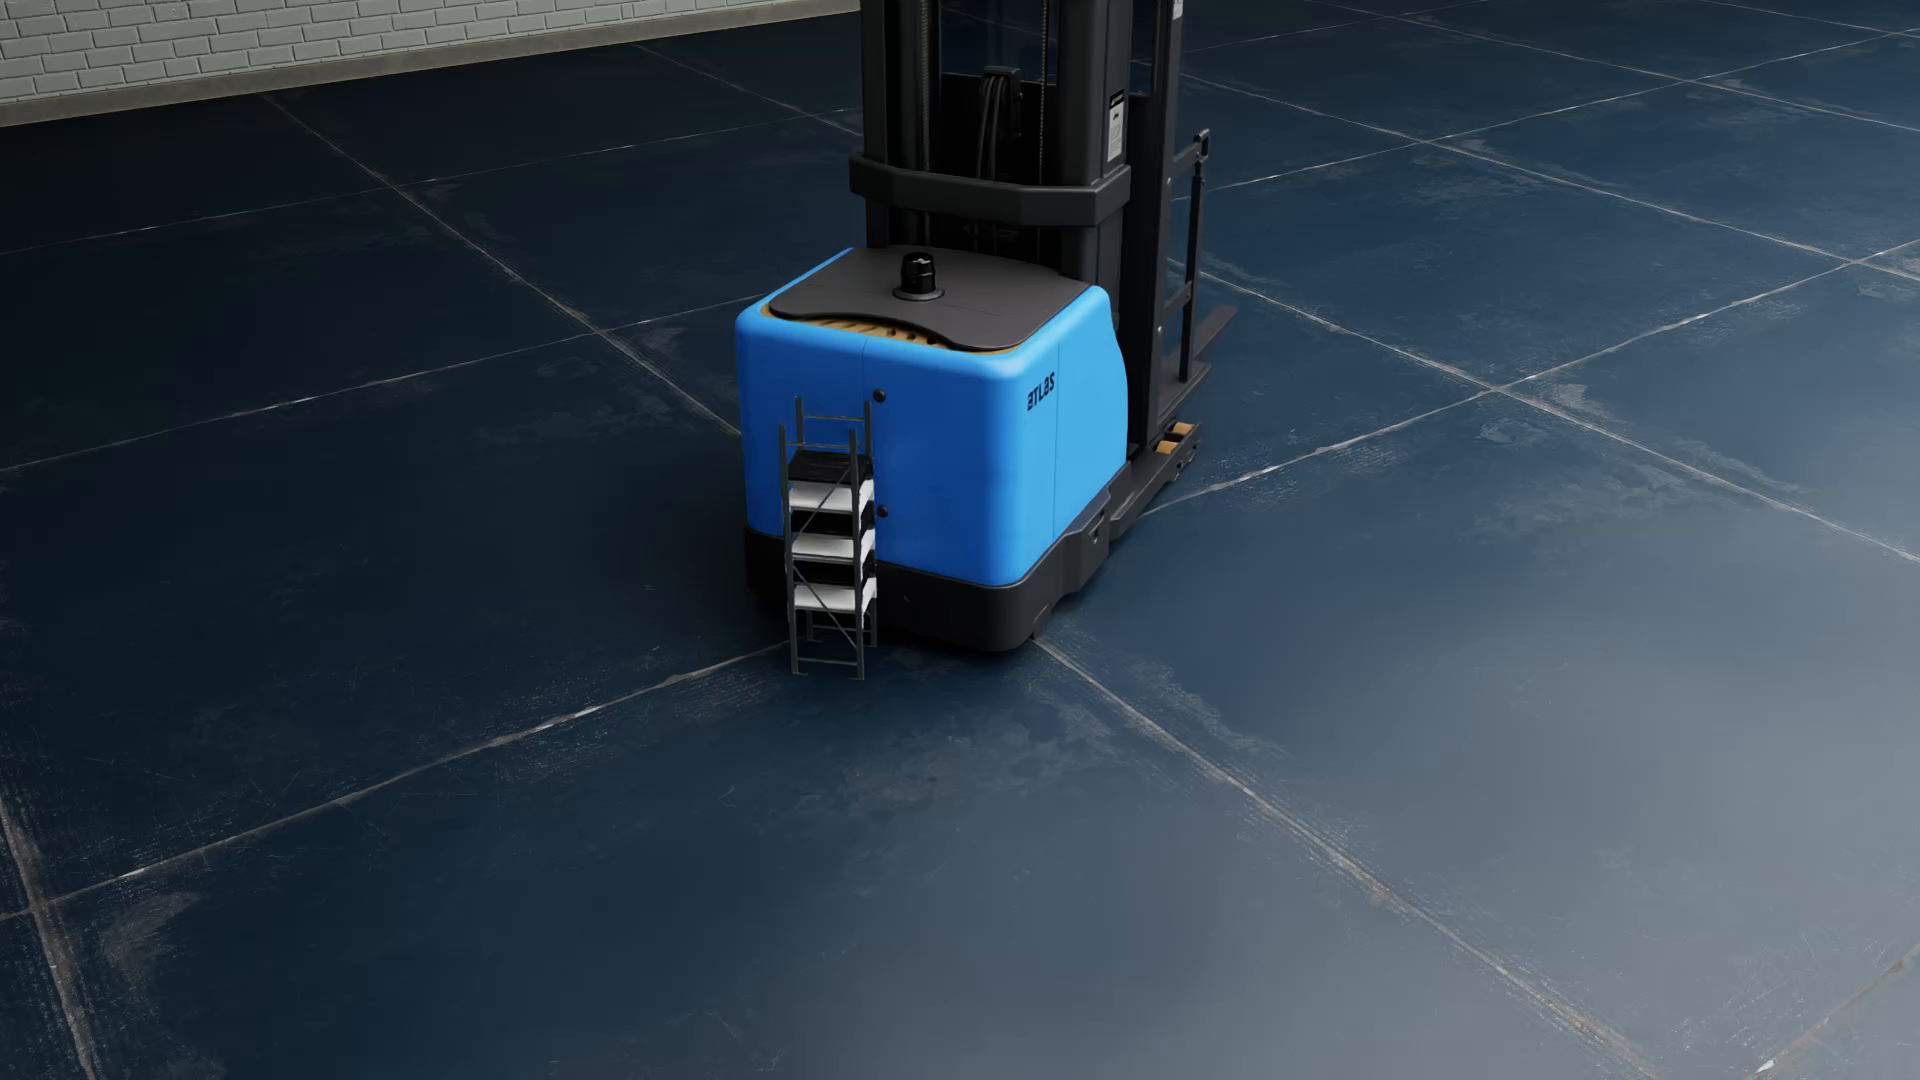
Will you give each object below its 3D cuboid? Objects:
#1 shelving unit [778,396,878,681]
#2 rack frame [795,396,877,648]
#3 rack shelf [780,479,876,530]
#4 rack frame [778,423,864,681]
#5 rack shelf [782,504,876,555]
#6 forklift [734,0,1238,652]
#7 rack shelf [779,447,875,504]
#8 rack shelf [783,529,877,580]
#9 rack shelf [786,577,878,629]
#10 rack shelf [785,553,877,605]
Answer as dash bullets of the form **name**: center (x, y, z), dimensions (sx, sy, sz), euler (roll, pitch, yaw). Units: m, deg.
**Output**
- **shelving unit**: center (-0.413, 0.005, 5.294), dimensions (0.258, 0.900, 0.210), euler (5, 29, 8)
- **rack frame**: center (-0.396, -0.043, 5.382), dimensions (0.240, 0.900, 0.006), euler (5, 29, 8)
- **rack shelf**: center (-0.412, -0.123, 5.223), dimensions (0.258, 0.077, 0.200), euler (5, 29, 8)
- **rack frame**: center (-0.430, 0.054, 5.207), dimensions (0.240, 0.900, 0.006), euler (5, 29, 8)
- **rack shelf**: center (-0.413, -0.044, 5.267), dimensions (0.258, 0.077, 0.200), euler (5, 29, 8)
- **forklift**: center (0.345, -1.602, 6.129), dimensions (1.130, 2.935, 3.031), euler (13, 31, 22)
- **rack shelf**: center (-0.412, -0.202, 5.180), dimensions (0.258, 0.077, 0.200), euler (5, 29, 8)
- **rack shelf**: center (-0.413, 0.035, 5.310), dimensions (0.258, 0.077, 0.200), euler (5, 29, 8)
- **rack shelf**: center (-0.413, 0.192, 5.398), dimensions (0.258, 0.077, 0.200), euler (5, 29, 8)
- **rack shelf**: center (-0.413, 0.113, 5.354), dimensions (0.258, 0.077, 0.200), euler (5, 29, 8)
